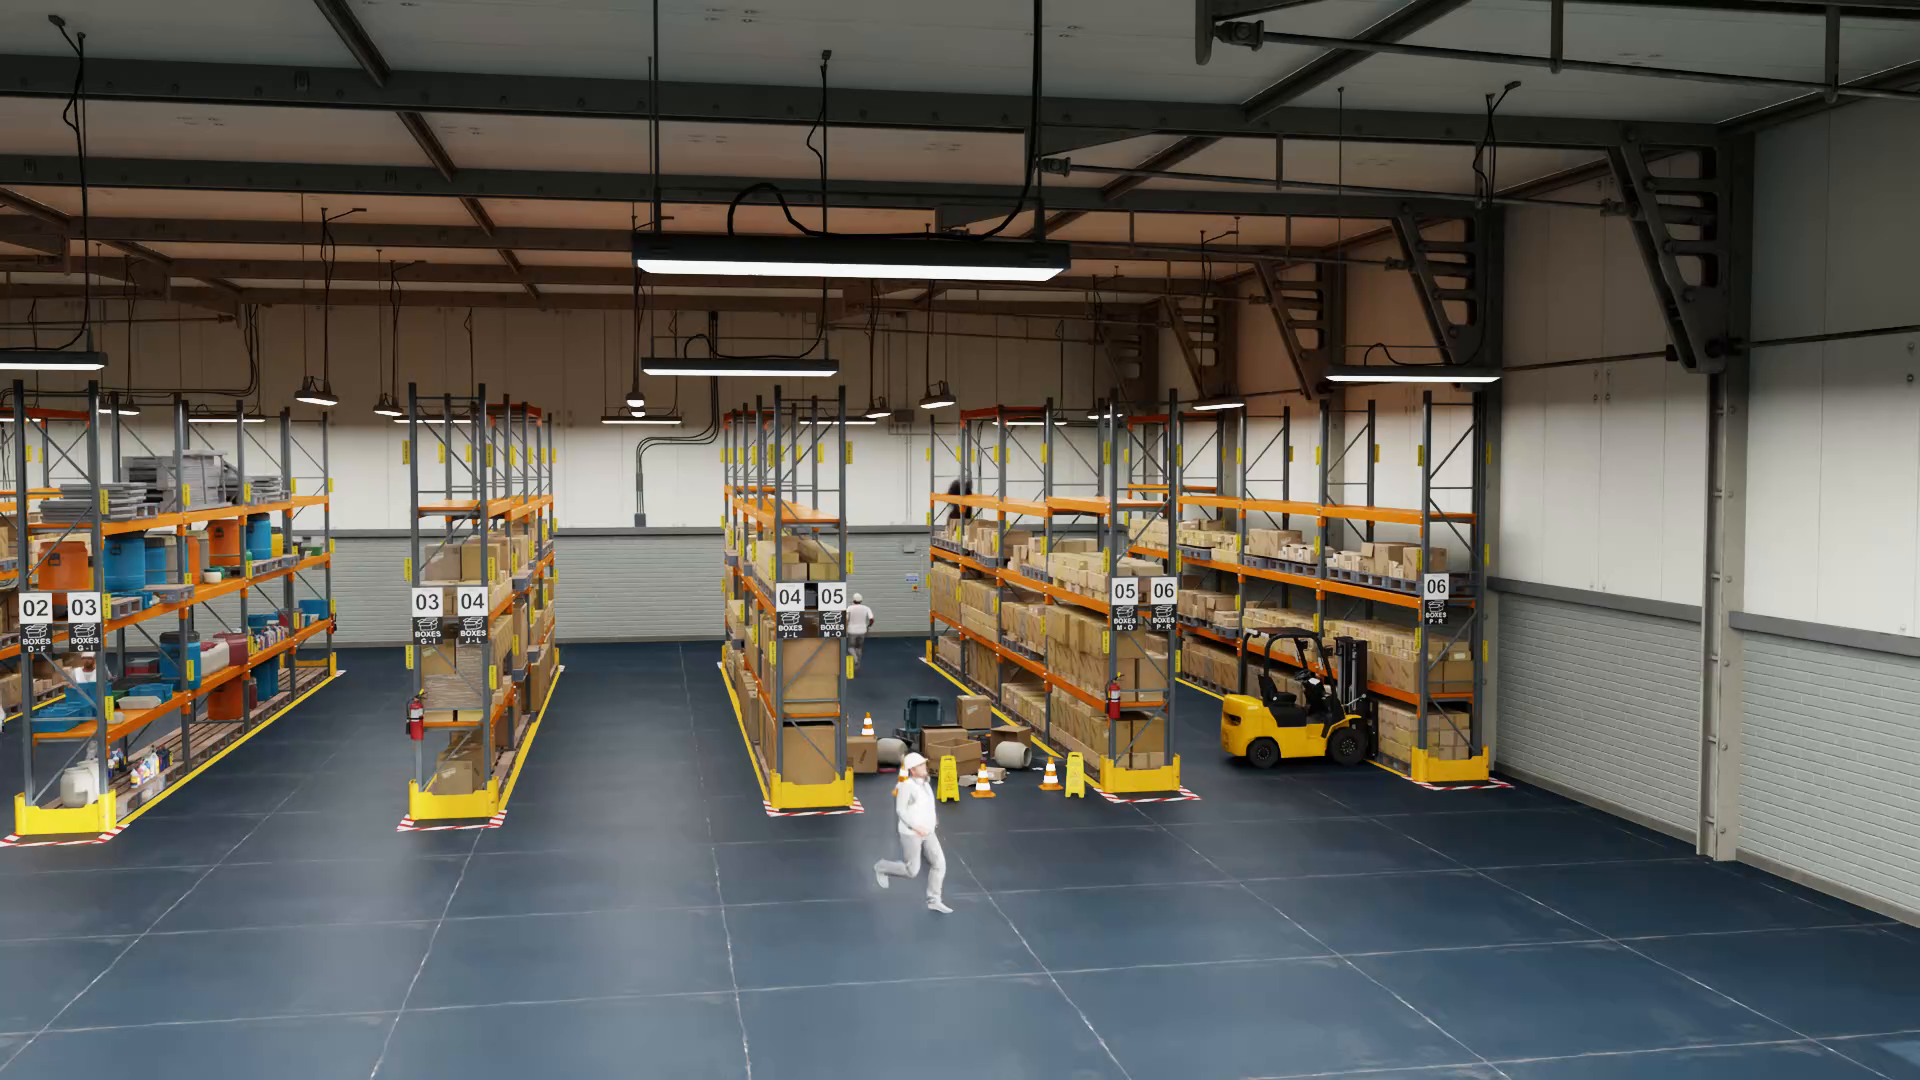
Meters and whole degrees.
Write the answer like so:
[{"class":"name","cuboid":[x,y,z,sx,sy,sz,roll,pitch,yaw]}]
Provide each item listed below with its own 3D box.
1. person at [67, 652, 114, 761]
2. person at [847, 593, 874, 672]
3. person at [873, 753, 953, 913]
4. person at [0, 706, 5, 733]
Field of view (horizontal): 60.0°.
[{"class":"person","cuboid":[-14.393,2.717,27.502,0.683,1.788,0.968,-1,3,-19]},{"class":"person","cuboid":[-2.246,2.021,36.357,0.686,1.731,0.537,-1,3,-14]},{"class":"person","cuboid":[-0.505,3.224,18.390,0.926,1.750,0.649,2,3,31]},{"class":"person","cuboid":[-14.321,2.915,24.207,0.729,1.737,0.627,-1,3,-20]}]
